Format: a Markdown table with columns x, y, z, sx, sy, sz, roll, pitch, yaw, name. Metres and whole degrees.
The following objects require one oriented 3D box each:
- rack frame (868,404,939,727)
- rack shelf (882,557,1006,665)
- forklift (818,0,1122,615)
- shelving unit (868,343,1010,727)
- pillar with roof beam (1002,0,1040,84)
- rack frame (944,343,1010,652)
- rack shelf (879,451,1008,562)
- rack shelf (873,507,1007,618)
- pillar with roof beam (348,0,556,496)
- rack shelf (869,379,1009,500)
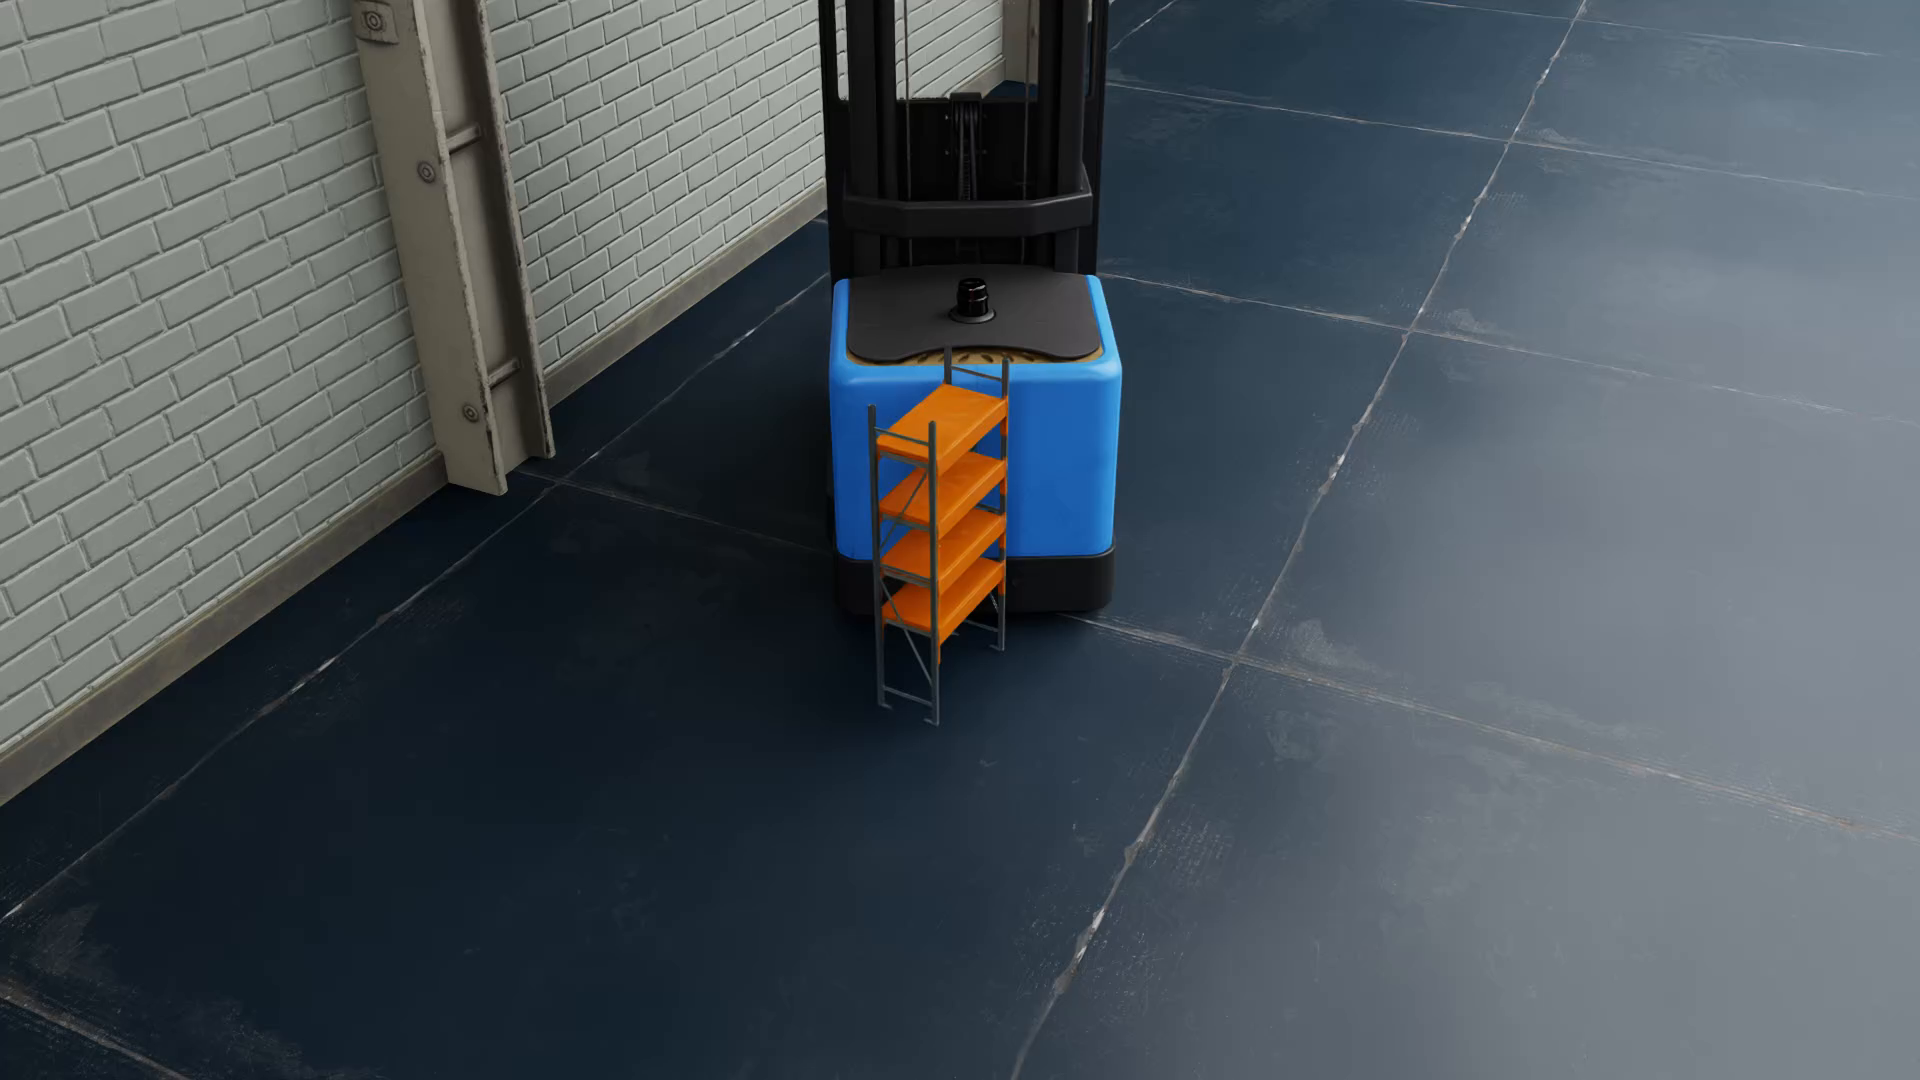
| x | y | z | sx | sy | sz | roll | pitch | yaw | name |
| --- | --- | --- | --- | --- | --- | --- | --- | --- | --- |
| -0.181 | 0.110 | 5.488 | 0.240 | 1.200 | 0.015 | 17 | 37 | 24 | rack frame |
| -0.063 | 0.215 | 5.812 | 0.258 | 0.148 | 0.480 | 17 | 37 | 24 | rack shelf |
| 0.004 | -1.723 | 6.704 | 1.130 | 2.935 | 3.031 | -1 | 33 | -2 | forklift |
| -0.063 | -0.007 | 5.667 | 0.258 | 1.200 | 0.503 | 17 | 37 | 24 | shelving unit |
| 4.419 | -6.084 | 7.822 | 9.100 | 9.000 | 0.400 | 14 | 36 | 20 | pillar with roof beam |
| 0.055 | -0.124 | 5.845 | 0.240 | 1.200 | 0.015 | 17 | 37 | 24 | rack frame |
| -0.063 | -0.138 | 5.581 | 0.258 | 0.148 | 0.480 | 17 | 37 | 24 | rack shelf |
| -0.063 | 0.049 | 5.704 | 0.258 | 0.148 | 0.480 | 17 | 37 | 24 | rack shelf |
| 1.909 | -3.096 | 3.264 | 9.100 | 9.000 | 0.400 | 14 | 36 | 20 | pillar with roof beam |
| -0.063 | -0.336 | 5.451 | 0.258 | 0.148 | 0.480 | 17 | 37 | 24 | rack shelf |
